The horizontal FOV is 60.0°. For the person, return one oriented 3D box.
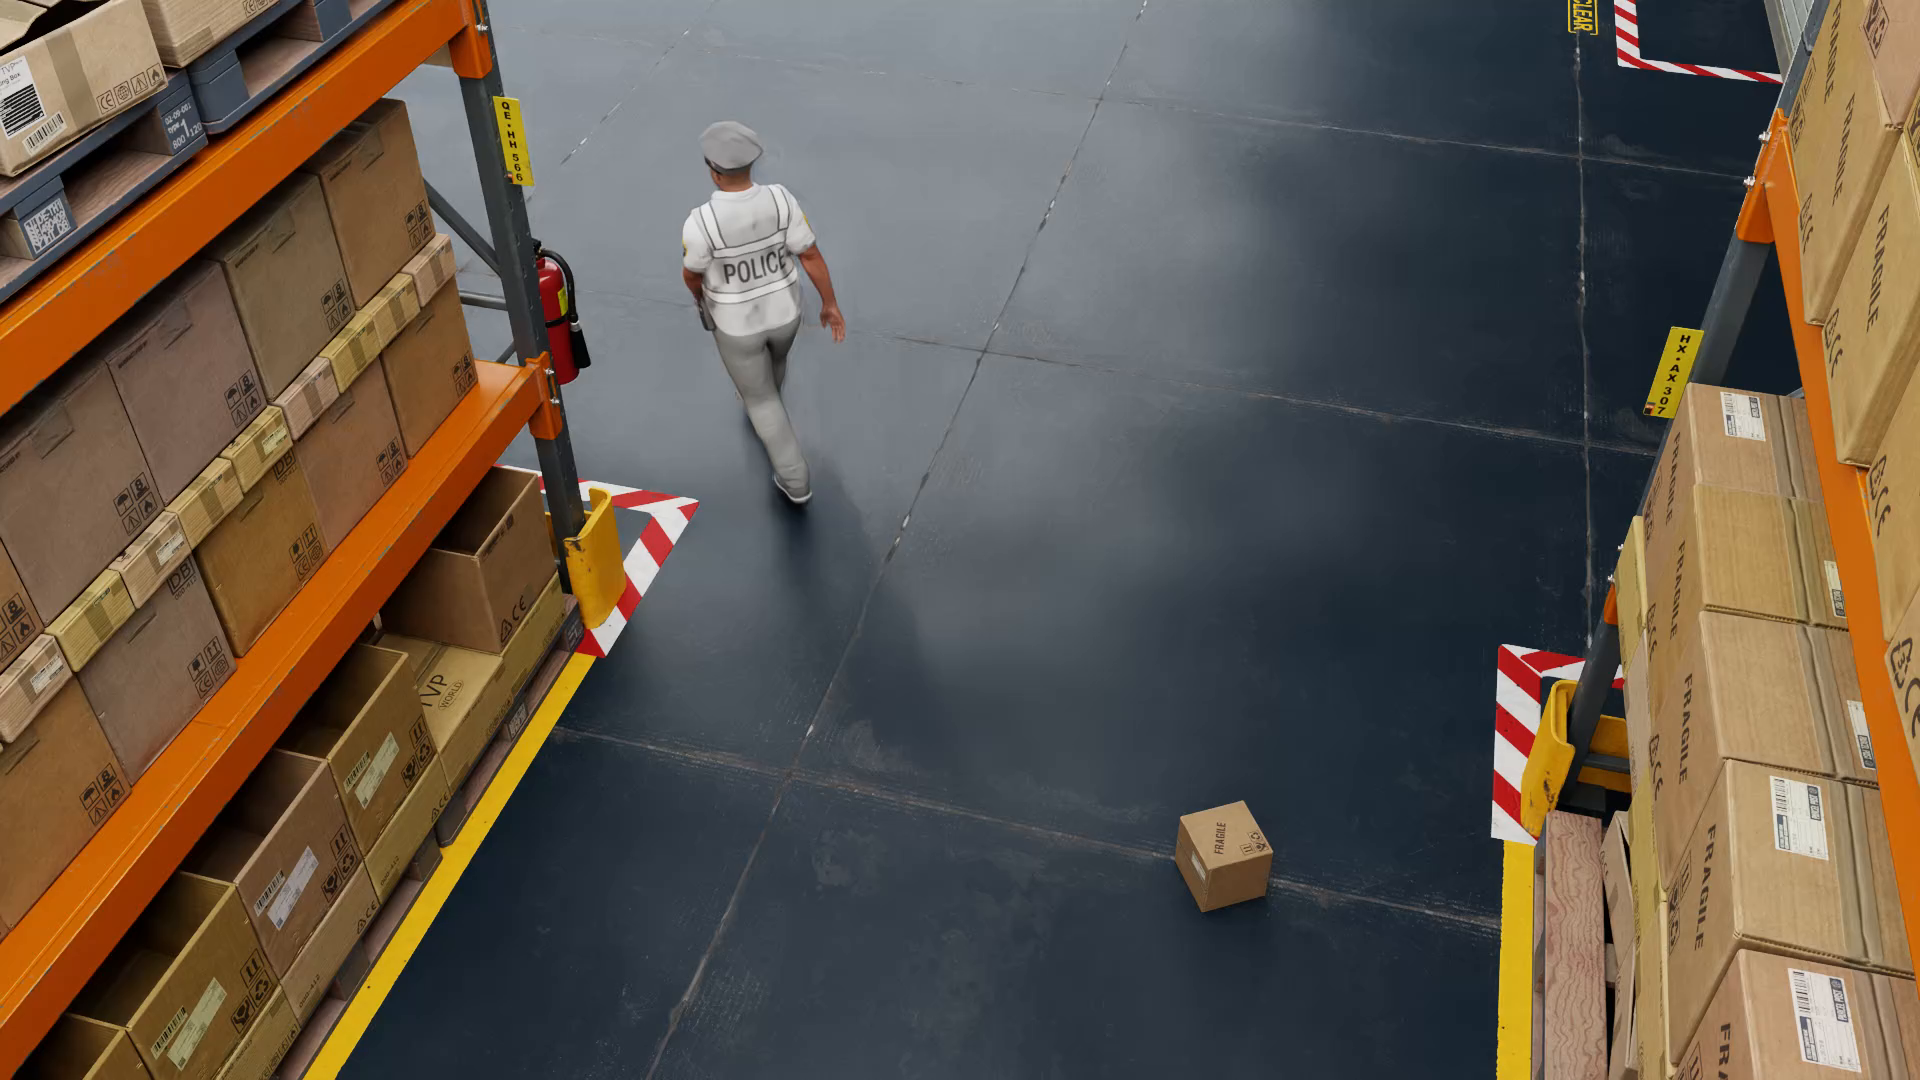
[{"bbox_3d":[-0.936,-1.082,7.372,0.625,1.725,0.988,-23,46,-24],"label":"person"}]
